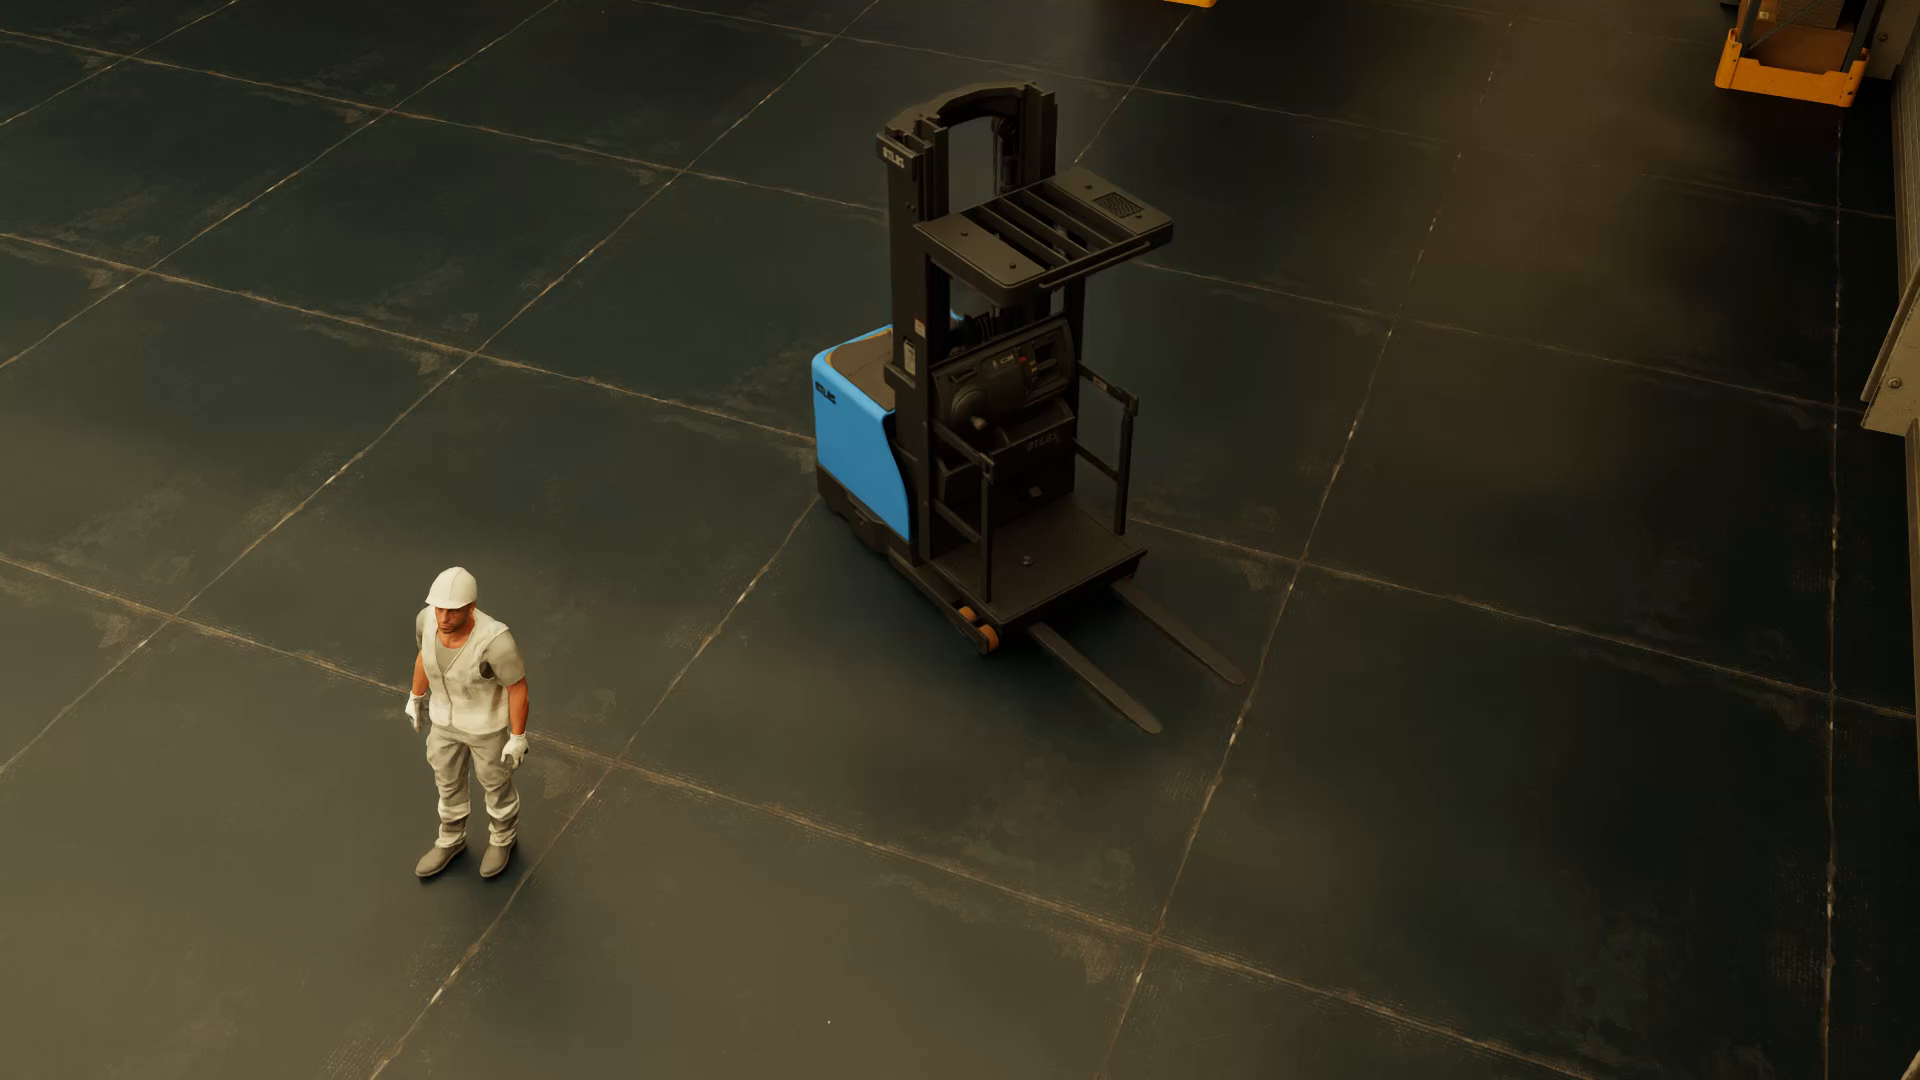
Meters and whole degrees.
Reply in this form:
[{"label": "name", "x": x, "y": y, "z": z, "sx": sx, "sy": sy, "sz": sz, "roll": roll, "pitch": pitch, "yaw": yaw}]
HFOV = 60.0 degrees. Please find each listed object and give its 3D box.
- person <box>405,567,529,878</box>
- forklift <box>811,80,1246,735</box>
[{"label": "person", "x": -2.343, "y": 0.897, "z": 7.813, "sx": 0.637, "sy": 1.787, "sz": 0.565, "roll": 14, "pitch": 42, "yaw": 16}, {"label": "forklift", "x": 0.379, "y": -0.834, "z": 9.003, "sx": 1.130, "sy": 2.935, "sz": 3.031, "roll": -26, "pitch": 46, "yaw": -27}]
